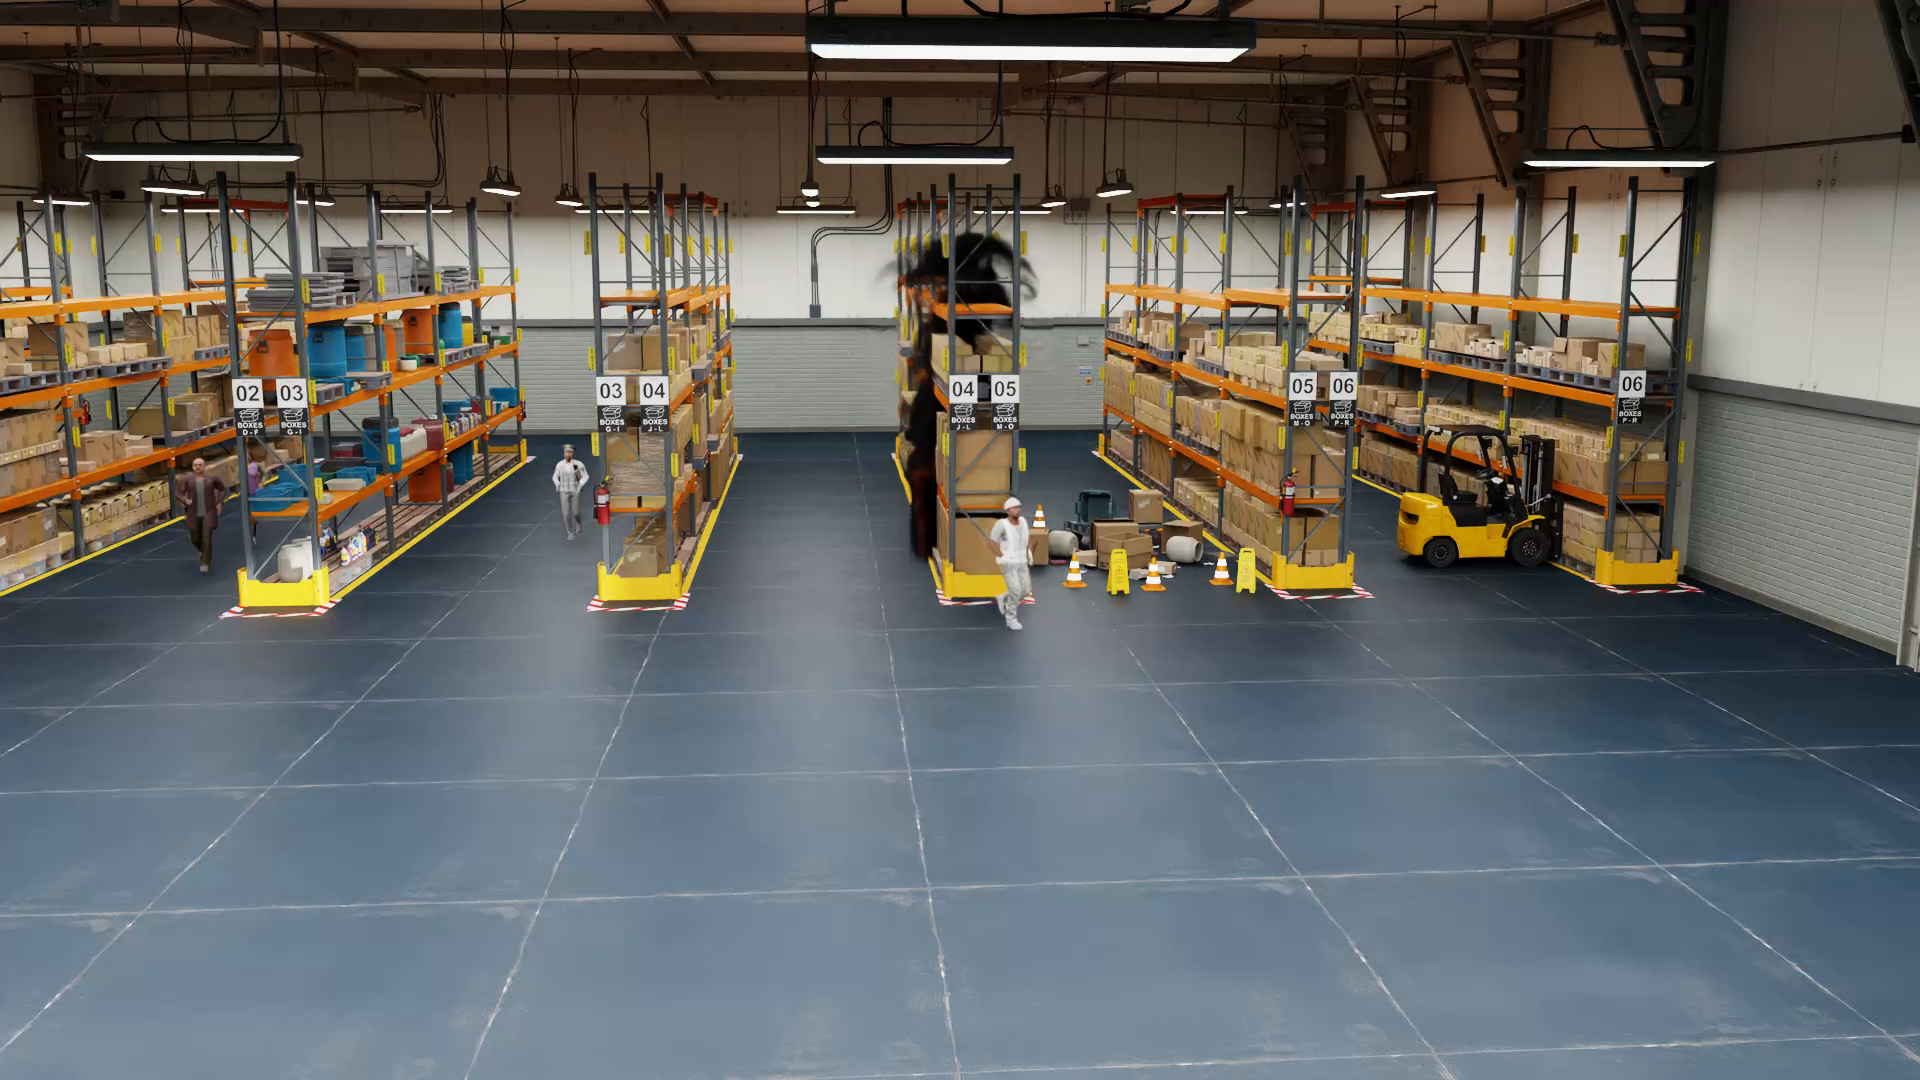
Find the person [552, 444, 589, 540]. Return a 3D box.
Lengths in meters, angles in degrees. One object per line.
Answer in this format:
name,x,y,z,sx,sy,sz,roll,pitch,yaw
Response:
person,-6.719,-0.832,28.658,0.612,1.648,0.551,-1,10,-4

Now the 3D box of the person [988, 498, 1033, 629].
person,0.658,0.289,22.090,0.714,1.735,0.620,-9,13,-42

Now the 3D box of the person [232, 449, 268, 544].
person,-12.078,-0.765,28.293,0.543,1.586,0.843,-2,10,-13

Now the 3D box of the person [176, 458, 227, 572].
person,-11.823,-0.409,25.955,0.718,1.746,0.833,-3,11,-18
